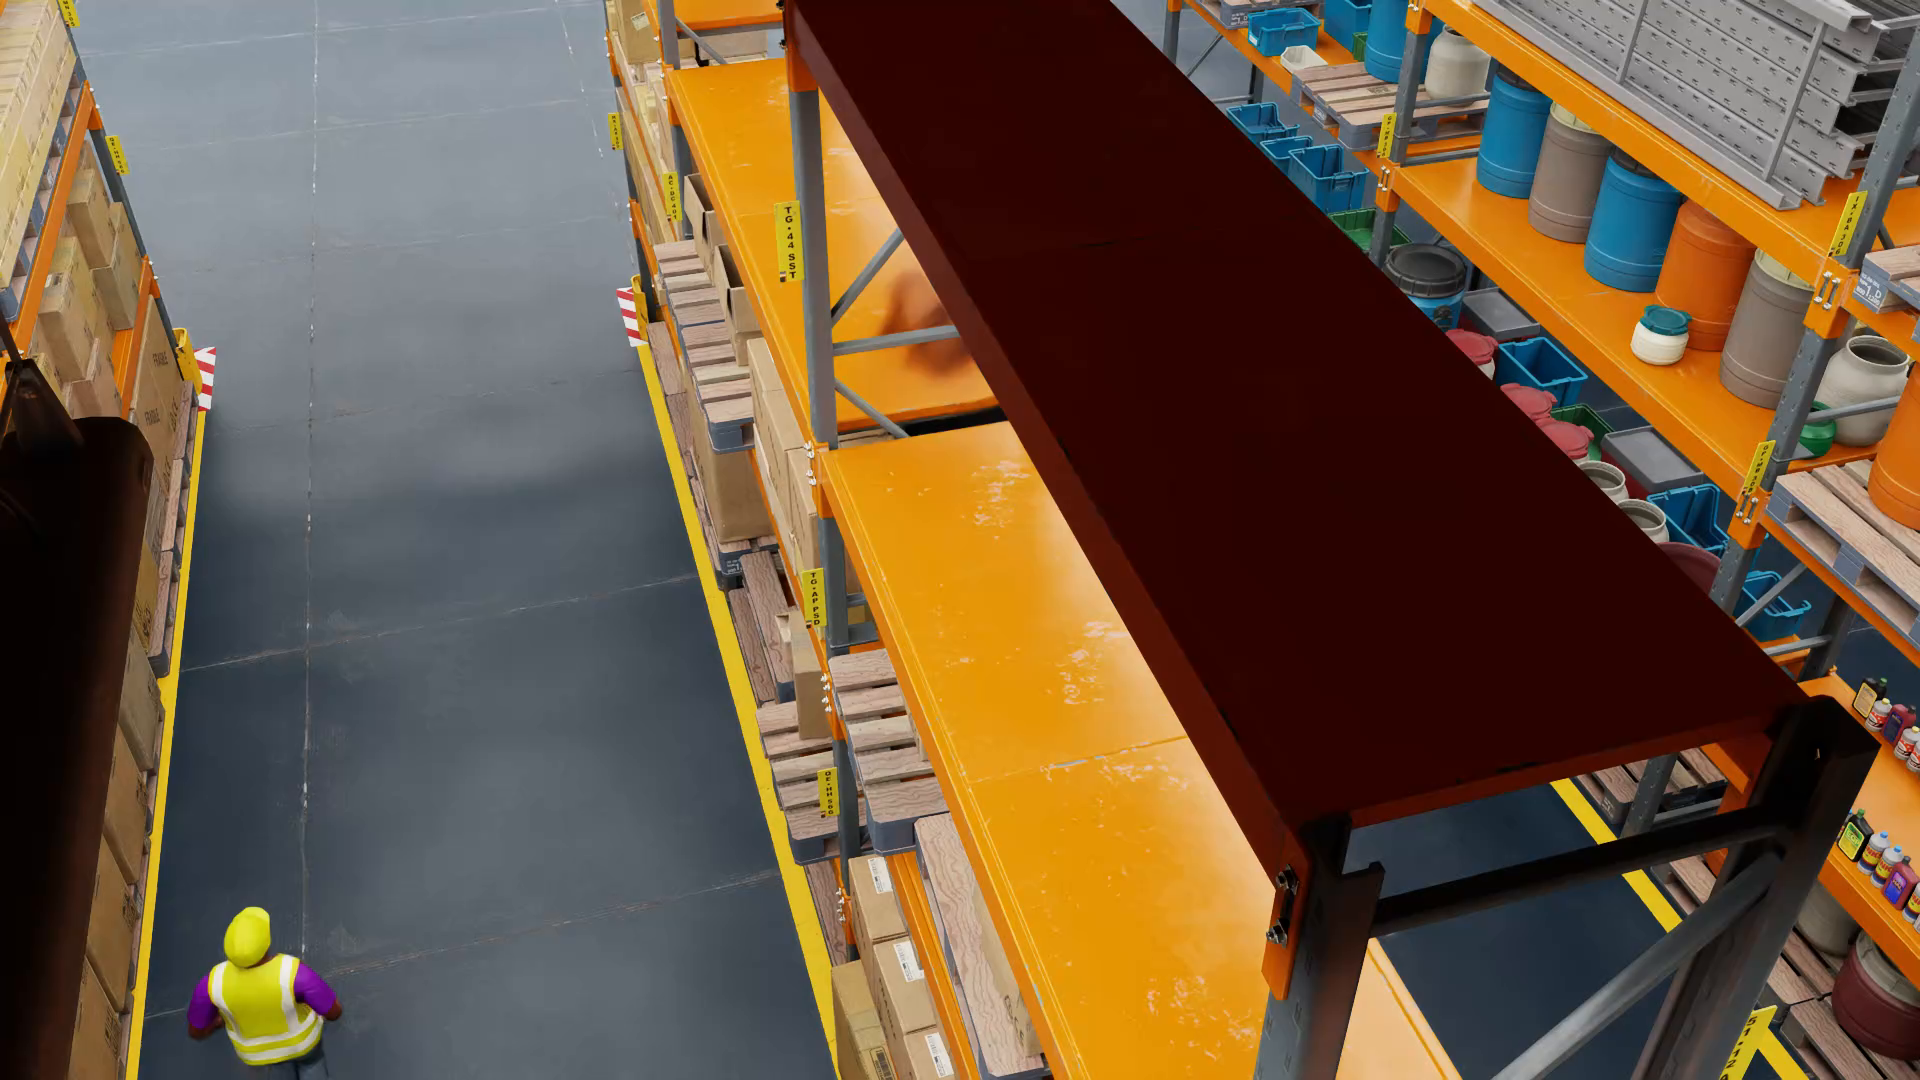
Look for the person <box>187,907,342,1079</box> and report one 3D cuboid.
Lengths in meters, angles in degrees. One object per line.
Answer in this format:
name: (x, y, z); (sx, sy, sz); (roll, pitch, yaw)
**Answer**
person: (-3.389, 2.503, 8.289); (0.693, 1.732, 0.561); (-8, 39, -10)
